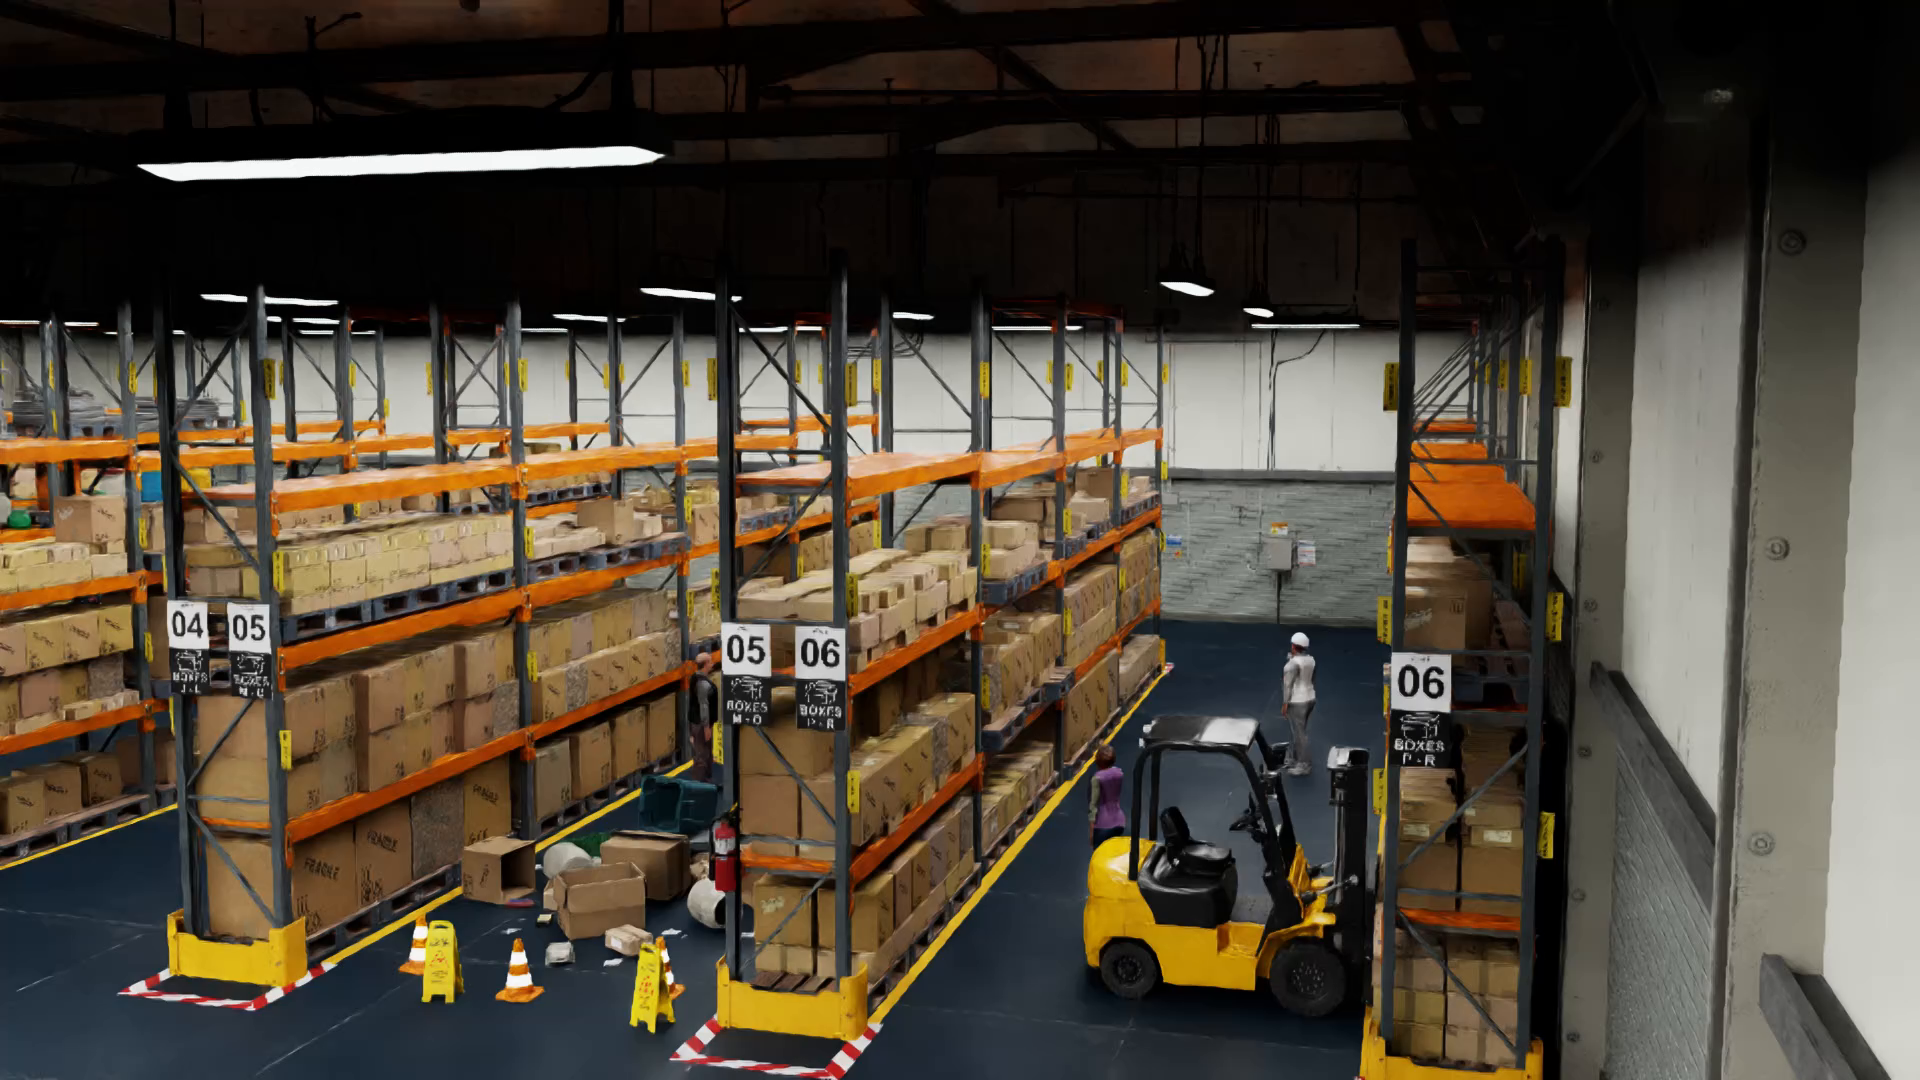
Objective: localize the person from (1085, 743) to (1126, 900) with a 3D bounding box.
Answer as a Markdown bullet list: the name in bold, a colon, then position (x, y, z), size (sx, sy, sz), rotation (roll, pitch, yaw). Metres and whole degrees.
- **person**: position (1.346, 2.706, 15.675), size (0.467, 1.599, 0.454), rotation (-6, 8, -44)

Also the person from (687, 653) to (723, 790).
- **person**: position (-3.014, 2.197, 19.830), size (0.463, 1.732, 0.601), rotation (-2, 6, -14)

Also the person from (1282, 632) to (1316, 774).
- **person**: position (4.273, 2.042, 21.117), size (0.581, 1.768, 0.640), rotation (5, 8, 37)
